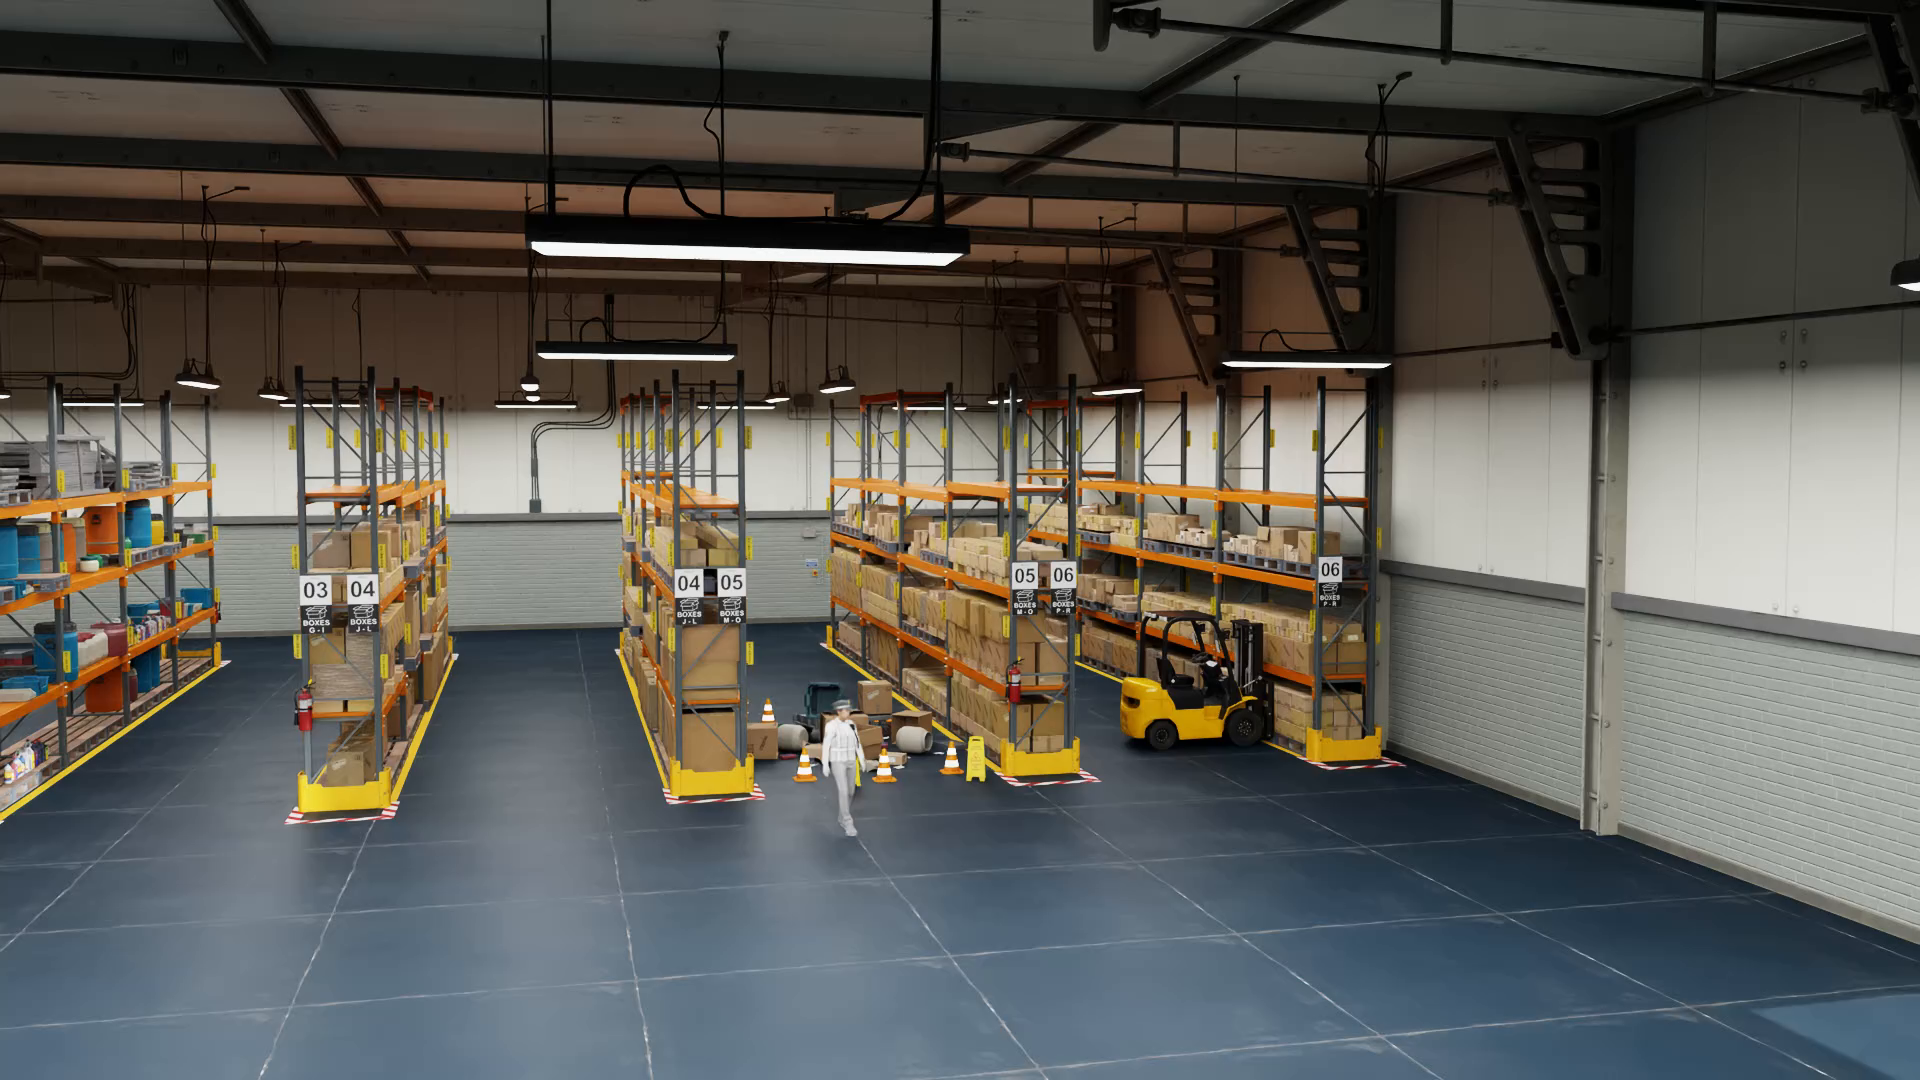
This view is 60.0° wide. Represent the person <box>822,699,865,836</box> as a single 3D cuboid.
[{"bbox_3d":[-1.431,2.904,21.416,0.516,1.672,0.734,-3,4,-38],"label":"person"}]
